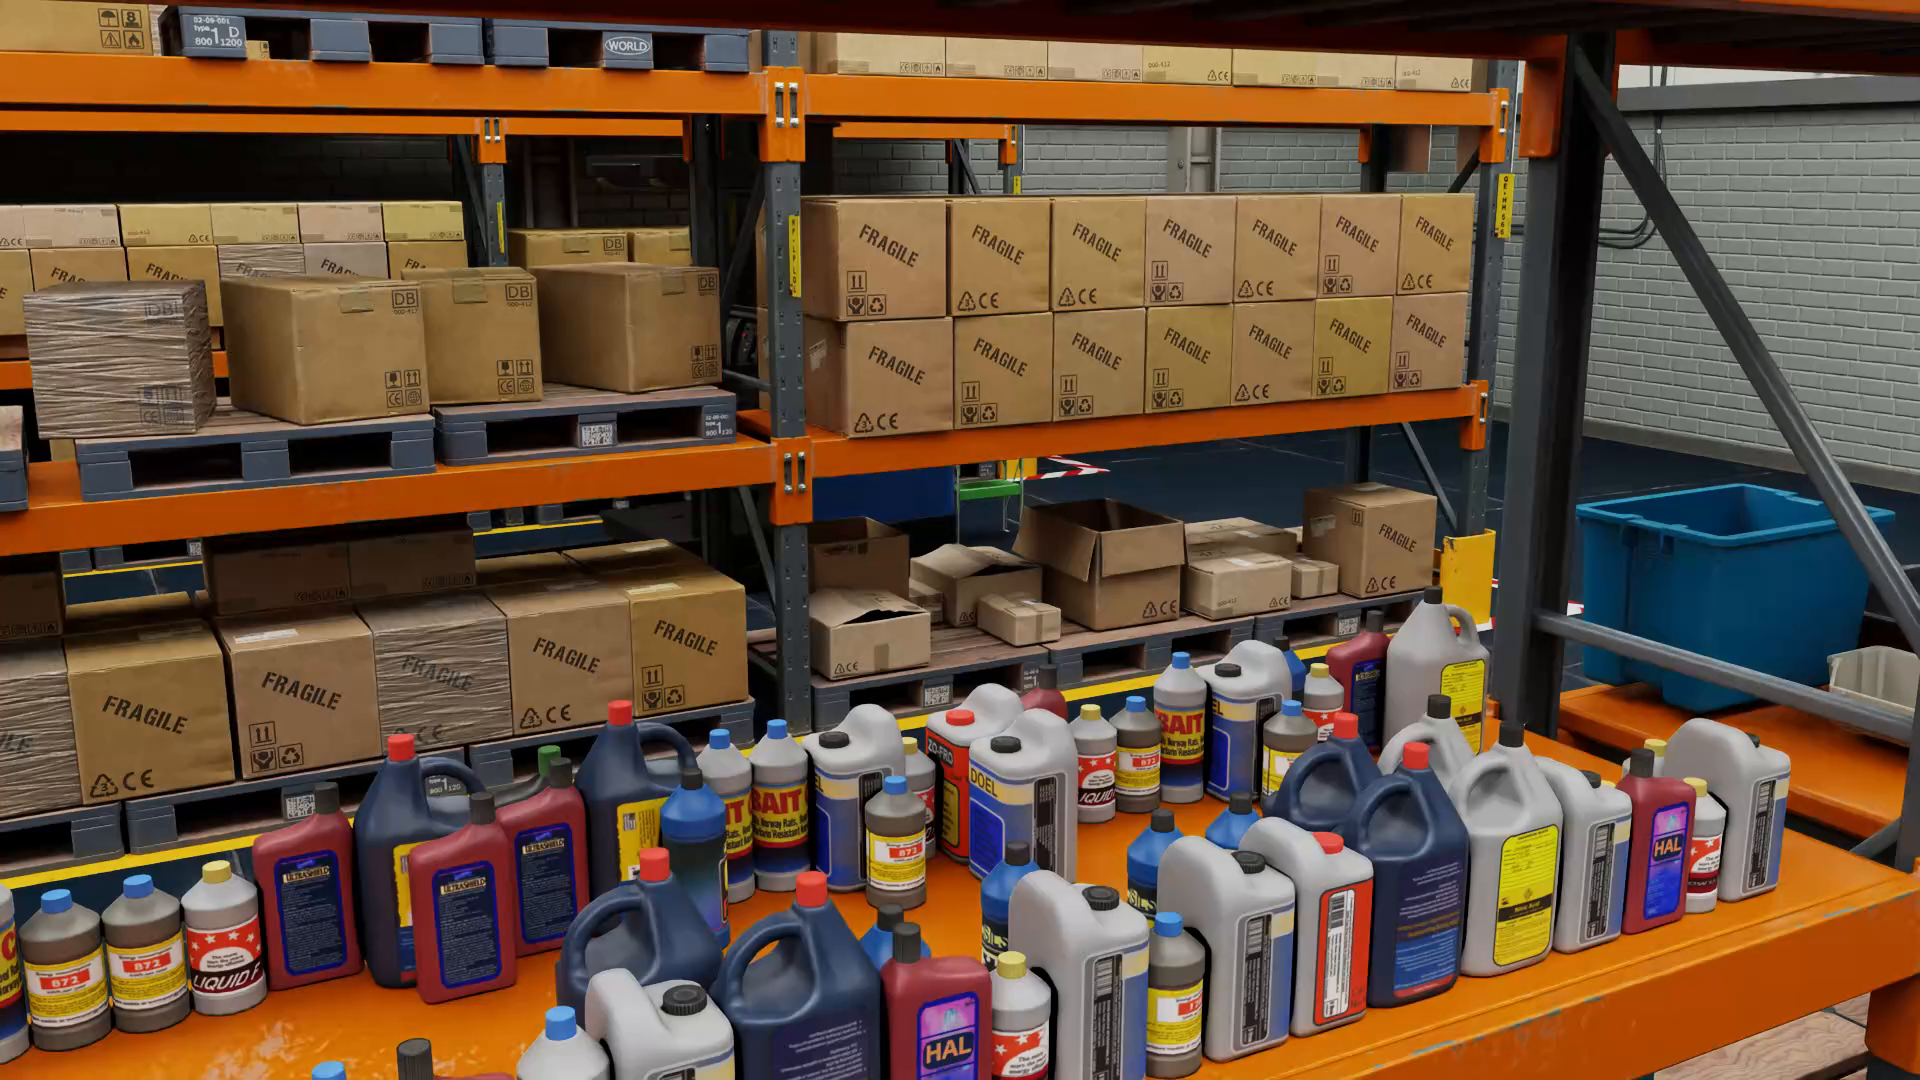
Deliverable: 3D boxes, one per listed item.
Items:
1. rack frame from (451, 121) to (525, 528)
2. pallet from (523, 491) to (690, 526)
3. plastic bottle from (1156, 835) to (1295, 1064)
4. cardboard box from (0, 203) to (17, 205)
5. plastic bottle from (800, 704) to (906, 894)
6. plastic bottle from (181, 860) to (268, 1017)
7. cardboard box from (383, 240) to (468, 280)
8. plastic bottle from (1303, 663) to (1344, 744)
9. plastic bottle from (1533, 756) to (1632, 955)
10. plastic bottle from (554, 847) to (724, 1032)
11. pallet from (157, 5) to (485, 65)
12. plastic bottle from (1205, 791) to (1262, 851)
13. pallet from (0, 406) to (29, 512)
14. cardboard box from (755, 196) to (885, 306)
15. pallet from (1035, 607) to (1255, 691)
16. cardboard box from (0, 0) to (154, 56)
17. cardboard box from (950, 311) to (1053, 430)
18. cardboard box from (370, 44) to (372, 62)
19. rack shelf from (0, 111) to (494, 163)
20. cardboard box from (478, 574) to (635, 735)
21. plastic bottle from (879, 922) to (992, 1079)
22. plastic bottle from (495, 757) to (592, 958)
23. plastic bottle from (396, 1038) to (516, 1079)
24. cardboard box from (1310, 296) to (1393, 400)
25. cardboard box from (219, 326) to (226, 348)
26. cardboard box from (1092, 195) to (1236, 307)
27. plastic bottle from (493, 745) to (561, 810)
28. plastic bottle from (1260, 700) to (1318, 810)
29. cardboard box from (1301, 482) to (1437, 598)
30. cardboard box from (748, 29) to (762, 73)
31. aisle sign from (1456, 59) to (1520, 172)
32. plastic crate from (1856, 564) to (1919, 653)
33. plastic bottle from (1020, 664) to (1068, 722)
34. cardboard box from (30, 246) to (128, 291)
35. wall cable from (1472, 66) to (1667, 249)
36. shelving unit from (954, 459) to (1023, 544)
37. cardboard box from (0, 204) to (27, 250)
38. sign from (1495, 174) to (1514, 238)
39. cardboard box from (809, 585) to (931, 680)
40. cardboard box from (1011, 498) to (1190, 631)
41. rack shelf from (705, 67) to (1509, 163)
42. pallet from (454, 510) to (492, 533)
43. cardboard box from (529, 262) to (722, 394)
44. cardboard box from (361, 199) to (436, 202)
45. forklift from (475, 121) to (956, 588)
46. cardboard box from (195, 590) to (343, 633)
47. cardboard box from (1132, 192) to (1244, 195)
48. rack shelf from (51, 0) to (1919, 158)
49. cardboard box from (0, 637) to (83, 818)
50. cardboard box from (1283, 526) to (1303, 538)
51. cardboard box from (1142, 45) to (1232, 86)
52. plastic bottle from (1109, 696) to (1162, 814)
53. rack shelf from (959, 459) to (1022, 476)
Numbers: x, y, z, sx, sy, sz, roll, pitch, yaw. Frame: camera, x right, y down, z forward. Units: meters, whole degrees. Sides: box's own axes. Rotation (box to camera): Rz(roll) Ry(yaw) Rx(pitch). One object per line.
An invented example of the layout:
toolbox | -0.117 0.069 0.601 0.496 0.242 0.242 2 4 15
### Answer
rack frame | -3.319 -1.652 11.619 0.127 3.000 1.000 -7 14 -28
pallet | -2.614 -0.357 12.213 1.213 0.211 1.003 -7 14 -28
plastic bottle | 0.355 0.527 2.218 0.135 0.276 0.152 -7 14 -28
cardboard box | -6.100 -1.952 10.294 0.500 0.250 0.500 -7 15 -30
plastic bottle | -0.177 0.415 2.718 0.135 0.276 0.152 -7 14 -28
plastic bottle | -1.022 0.545 2.306 0.097 0.201 0.097 0 13 0
cardboard box | -3.604 -1.759 11.141 0.500 0.500 0.500 -7 15 -29
plastic bottle | 0.692 0.340 3.219 0.097 0.201 0.097 0 13 0
plastic bottle | 0.916 0.460 2.517 0.135 0.276 0.152 -7 14 -28
plastic bottle | -0.380 0.542 1.983 0.185 0.351 0.144 -7 14 -28
pallet | -2.457 -1.905 6.338 1.003 0.211 1.213 -7 14 -28
plastic bottle | 0.397 0.493 2.380 0.097 0.271 0.097 0 13 0
pallet | -3.892 -0.268 5.907 1.003 0.211 1.213 -7 14 -28
cardboard box | -0.623 -1.338 7.716 0.500 0.500 0.500 -7 14 -28
pallet | 0.733 0.461 8.579 1.213 0.211 1.003 -7 14 -28
cardboard box | -3.183 -1.950 5.883 0.500 0.500 0.910 -7 14 -28
cardboard box | 0.083 -0.802 7.615 0.500 0.500 0.500 -7 14 -27
cardboard box | -4.144 -3.308 10.913 0.500 0.500 0.700 -8 15 -31
rack shelf | -5.075 -2.554 10.434 4.000 0.370 1.077 -7 14 -28
cardboard box | -1.676 0.464 6.905 0.500 0.500 0.500 -7 14 -28
plastic bottle | -0.030 0.581 1.962 0.133 0.283 0.061 -7 14 -28
plastic bottle | -0.621 0.468 2.464 0.133 0.283 0.061 -7 14 -28
plastic bottle | -0.512 0.639 1.705 0.133 0.283 0.061 -7 14 -28
cardboard box | 1.852 -1.013 8.550 0.500 0.500 0.500 -7 14 -27
cardboard box | -4.616 -1.324 10.687 0.250 0.149 0.380 -7 15 -29
cardboard box | 0.963 -1.393 7.961 0.500 0.500 0.500 -6 14 -26
plastic bottle | -0.650 0.456 2.516 0.133 0.283 0.061 -7 14 -28
plastic bottle | 0.594 0.390 2.998 0.097 0.201 0.097 0 13 0
cardboard box | 2.209 -0.009 9.010 0.500 0.500 0.500 -7 14 -28
cardboard box | -0.643 -2.191 7.521 0.500 0.250 0.500 -7 14 -28
aisle sign | 2.775 -2.335 8.733 0.004 0.787 0.394 -7 14 -28
plastic crate | 2.281 0.192 3.912 0.590 0.125 0.437 -7 14 -28
plastic bottle | 0.122 0.364 2.927 0.133 0.283 0.061 -7 14 -28
cardboard box | -5.381 -1.542 10.179 0.500 0.500 0.500 -7 14 -28
wall cable | 5.327 -4.011 15.509 0.112 2.526 3.097 -7 14 -28
shelving unit | 0.145 -0.603 11.055 0.503 1.200 0.258 -7 14 -28
cardboard box | -5.837 -1.856 9.864 0.500 0.250 0.500 -7 14 -29
sign | 2.817 -1.729 8.602 0.005 0.325 0.100 -7 14 -28
cardboard box | -0.470 0.397 7.637 0.500 0.311 0.500 -7 14 -28
cardboard box | 0.704 0.107 8.487 0.637 0.503 0.797 -7 14 -28
rack shelf | 0.813 -2.021 8.063 4.000 0.370 1.077 -7 14 -28
pallet | -3.960 -0.196 11.500 1.213 0.211 1.003 -7 14 -28
cardboard box | -1.465 -0.945 7.292 0.700 0.500 0.500 11 17 41
cardboard box | -3.848 -2.224 11.499 0.500 0.250 0.500 -6 14 -26
forklift | -1.545 -1.217 9.840 3.031 2.935 1.130 -8 15 -31
cardboard box | -2.833 0.473 6.865 0.500 0.500 0.500 -7 15 -30
cardboard box | 1.156 -1.551 8.666 0.500 0.500 0.500 -7 14 -27
rack shelf | -0.328 -0.645 1.950 4.000 0.370 1.077 -7 14 -28
cardboard box | -3.460 0.679 5.953 0.500 0.500 0.500 -7 15 -30
cardboard box | 2.036 0.035 9.612 0.250 0.149 0.380 -7 14 -28
cardboard box | 0.921 -2.249 7.781 0.500 0.250 0.500 -7 14 -28
plastic bottle | 0.317 0.385 3.020 0.097 0.201 0.097 0 13 0
rack shelf | 0.145 -0.540 11.069 0.480 0.148 0.258 -7 14 -28
